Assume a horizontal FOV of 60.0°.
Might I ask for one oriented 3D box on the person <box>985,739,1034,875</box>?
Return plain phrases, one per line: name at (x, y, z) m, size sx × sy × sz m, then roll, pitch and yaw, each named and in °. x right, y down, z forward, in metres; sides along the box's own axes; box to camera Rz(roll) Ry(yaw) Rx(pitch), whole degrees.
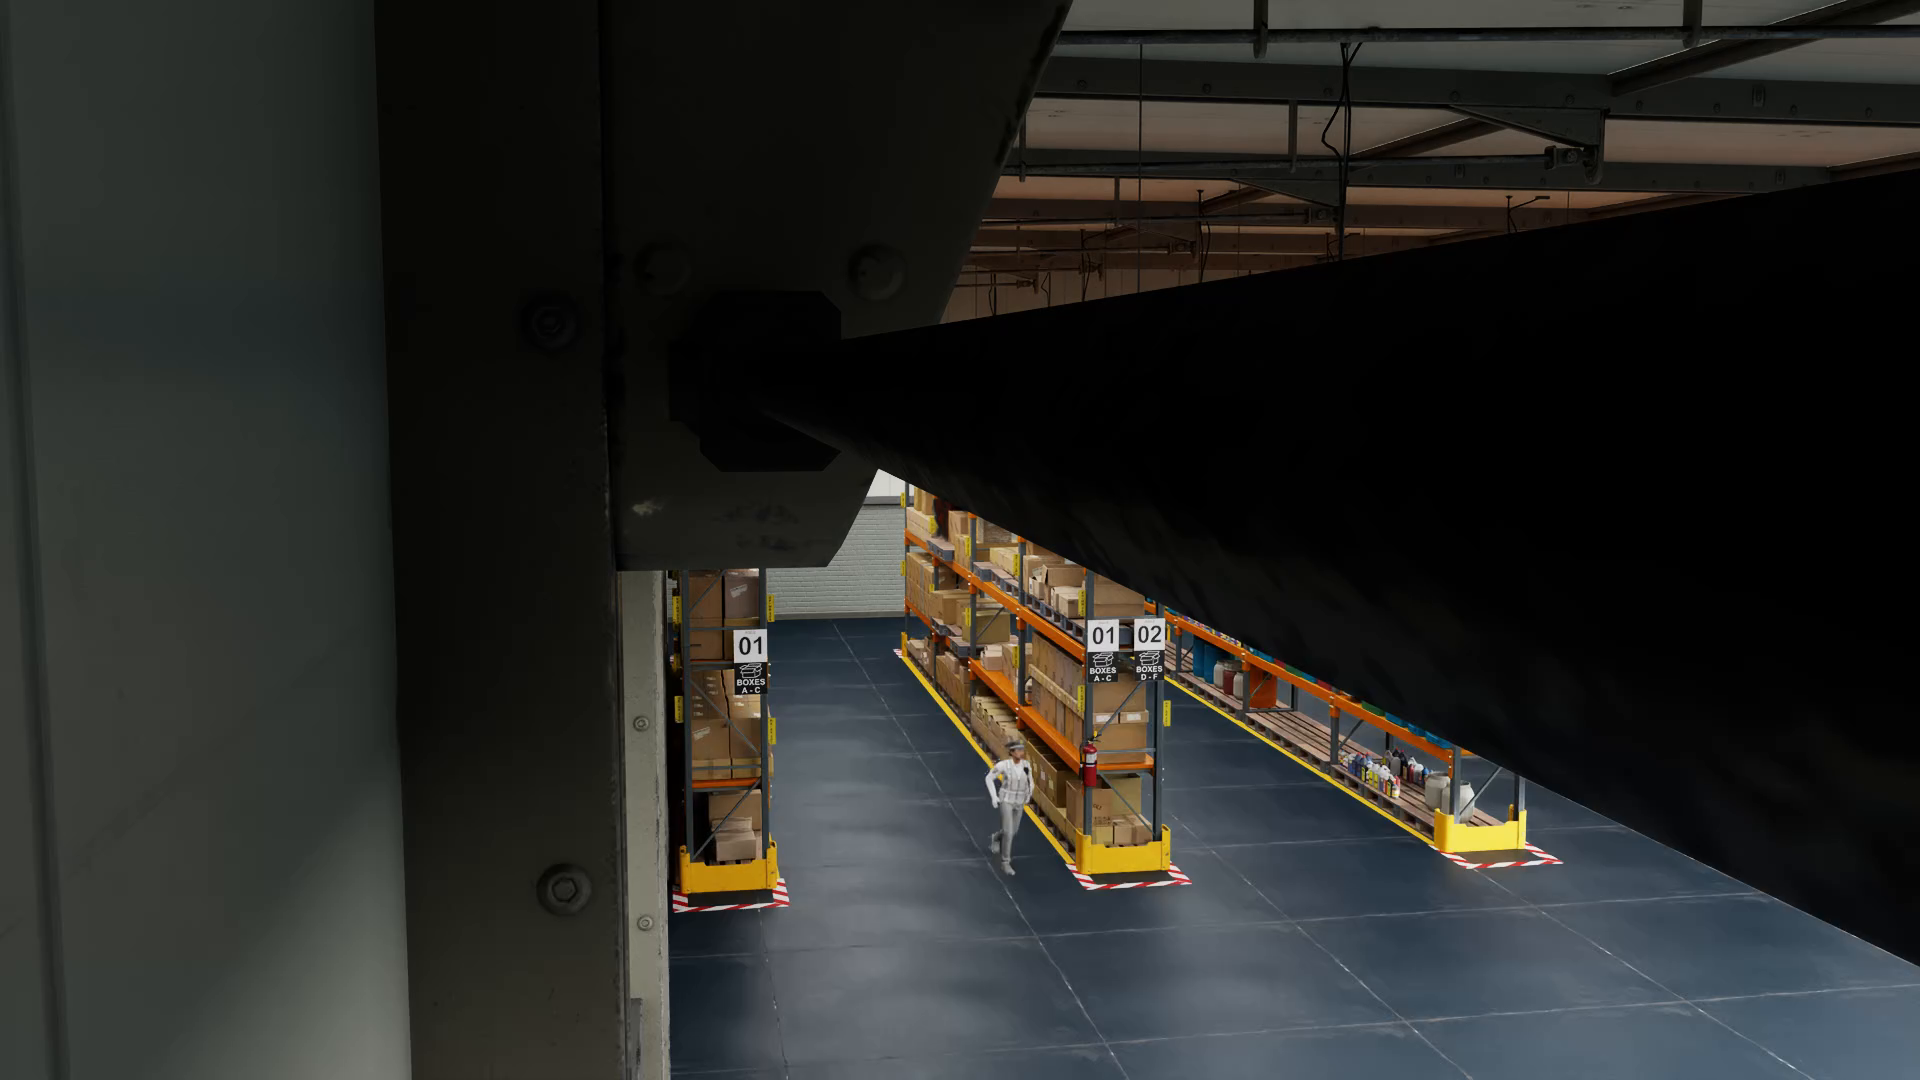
person at (0.634, 3.341, 21.133) m, size 0.632 × 1.673 × 0.785 m, roll -3°, pitch 6°, yaw -24°
